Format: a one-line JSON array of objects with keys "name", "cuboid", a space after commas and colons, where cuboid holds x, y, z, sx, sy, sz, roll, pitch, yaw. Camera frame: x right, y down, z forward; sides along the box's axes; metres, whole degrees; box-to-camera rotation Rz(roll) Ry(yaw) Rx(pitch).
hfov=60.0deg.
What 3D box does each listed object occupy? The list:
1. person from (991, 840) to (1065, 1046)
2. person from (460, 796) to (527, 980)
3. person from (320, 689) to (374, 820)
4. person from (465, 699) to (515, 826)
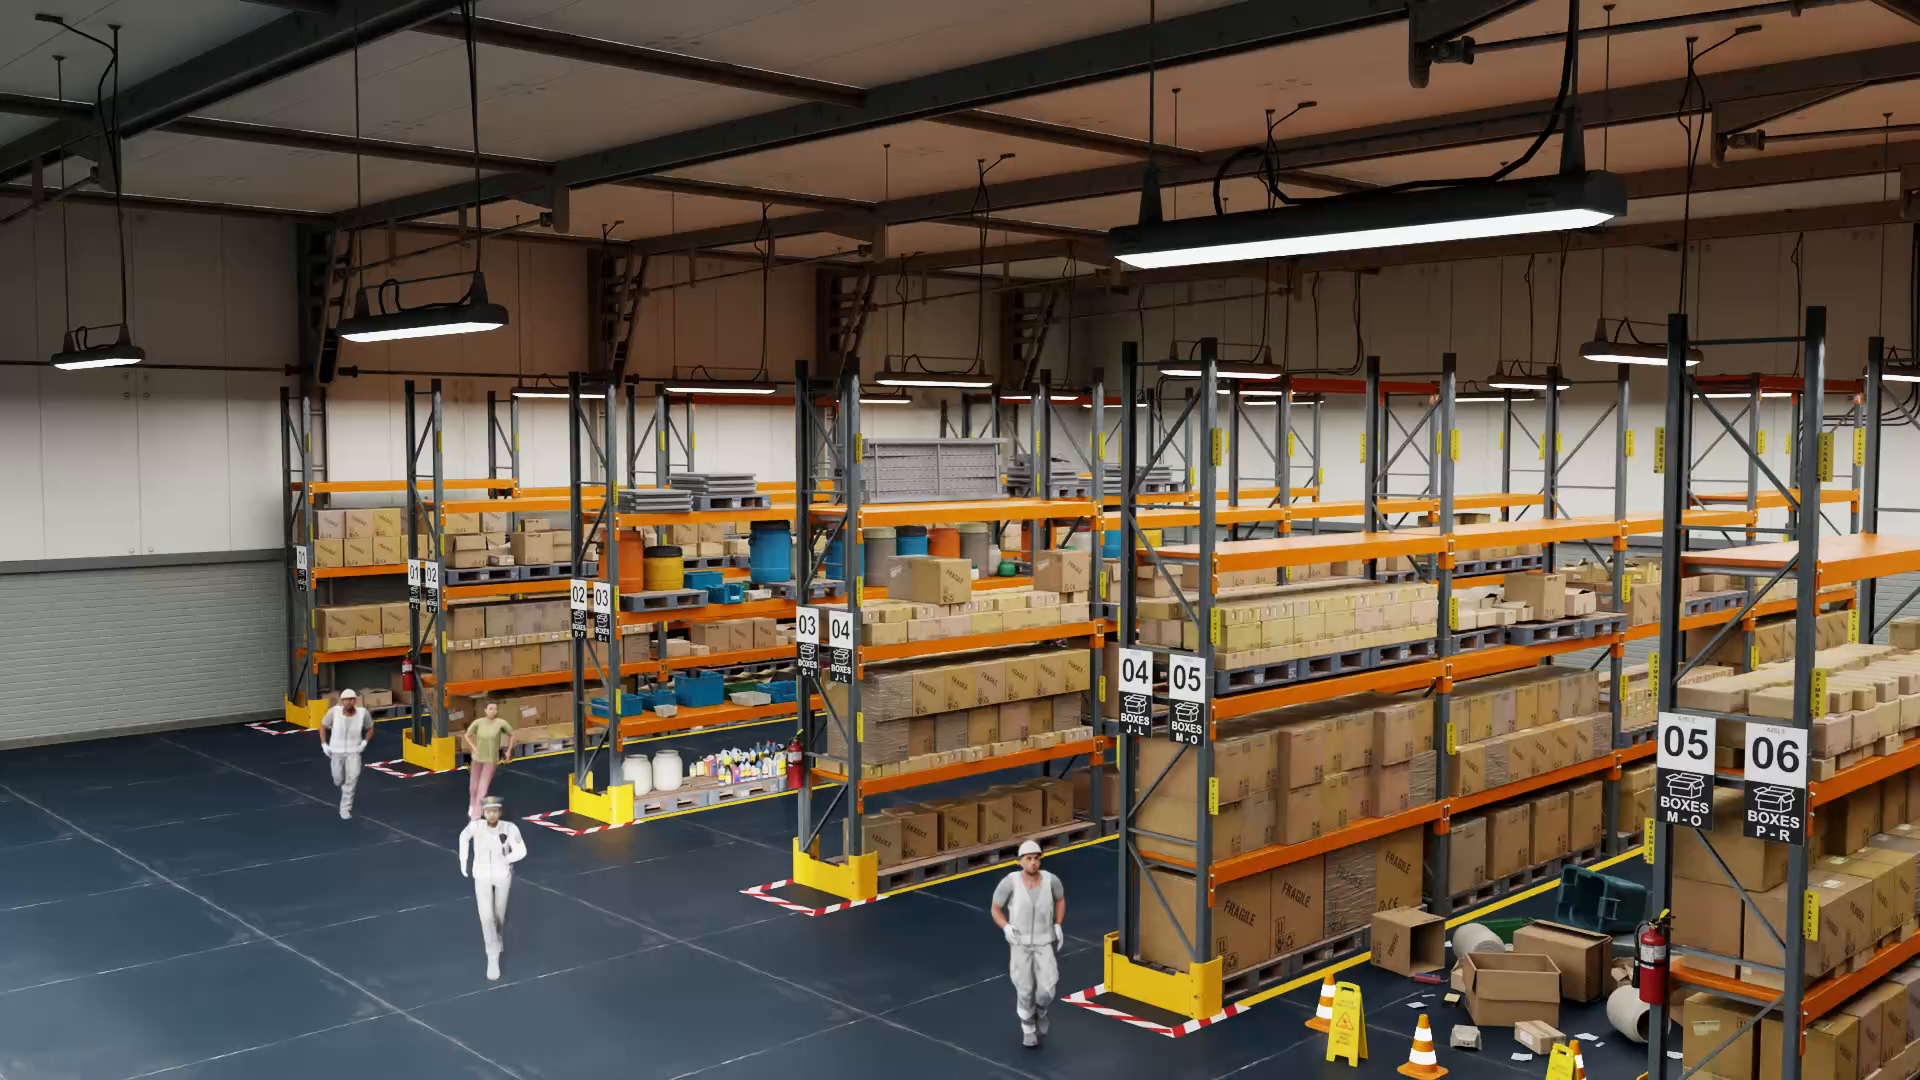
[{"name": "person", "cuboid": [0.588, 3.392, 13.954, 0.653, 1.745, 0.574, 0, 4, -5]}, {"name": "person", "cuboid": [-4.522, 3.302, 16.121, 0.635, 1.726, 0.867, -1, 4, -13]}, {"name": "person", "cuboid": [-8.322, 2.872, 22.596, 0.699, 1.744, 0.724, -1, 4, -19]}, {"name": "person", "cuboid": [-6.243, 2.922, 22.042, 0.648, 1.644, 0.859, 0, 4, -8]}]
